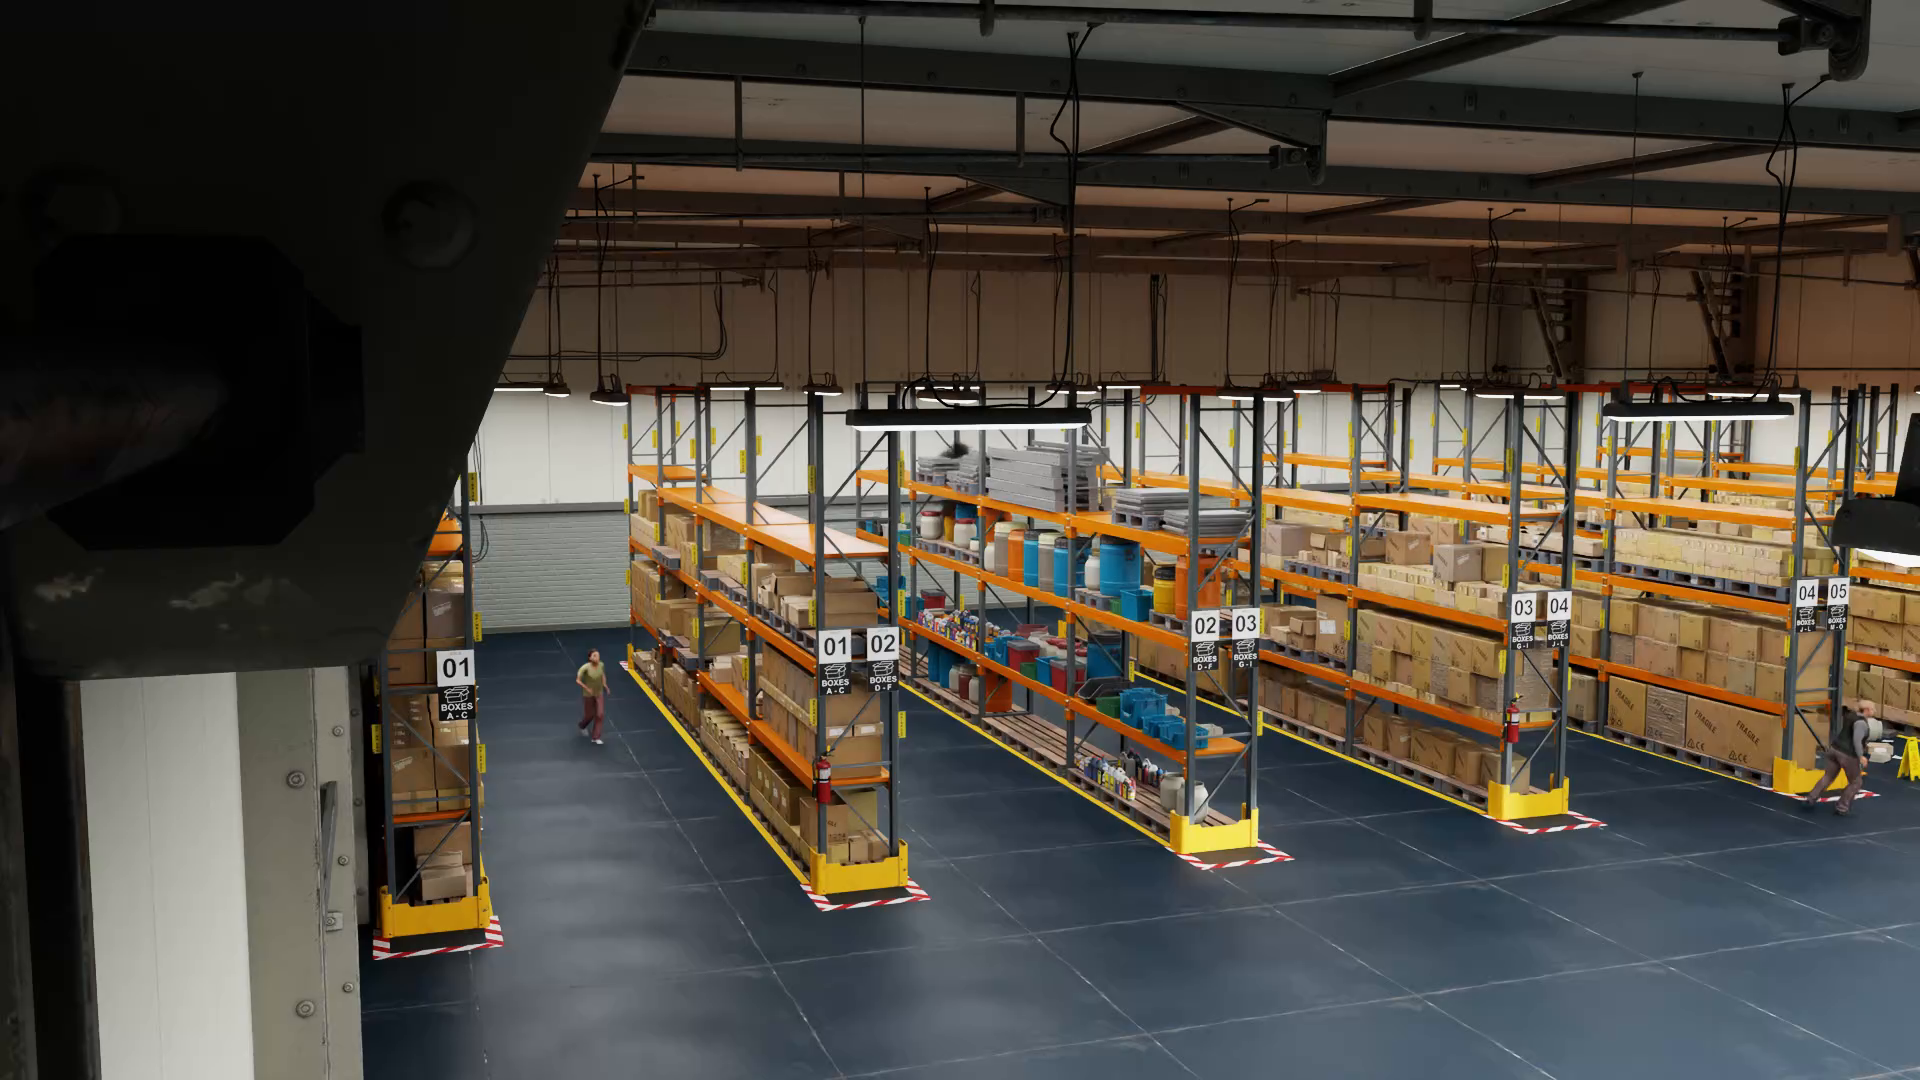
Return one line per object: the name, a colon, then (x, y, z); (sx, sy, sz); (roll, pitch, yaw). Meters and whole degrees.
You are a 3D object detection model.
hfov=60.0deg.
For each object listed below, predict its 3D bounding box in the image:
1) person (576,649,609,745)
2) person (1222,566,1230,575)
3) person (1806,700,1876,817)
person: (-6.269, 2.666, 28.210); (0.577, 1.532, 0.791); (-4, 7, -35)
person: (6.184, 1.439, 38.951); (0.689, 1.773, 0.685); (-1, 6, -11)
person: (12.546, 3.128, 23.639); (0.819, 1.578, 0.694); (0, 6, -1)
